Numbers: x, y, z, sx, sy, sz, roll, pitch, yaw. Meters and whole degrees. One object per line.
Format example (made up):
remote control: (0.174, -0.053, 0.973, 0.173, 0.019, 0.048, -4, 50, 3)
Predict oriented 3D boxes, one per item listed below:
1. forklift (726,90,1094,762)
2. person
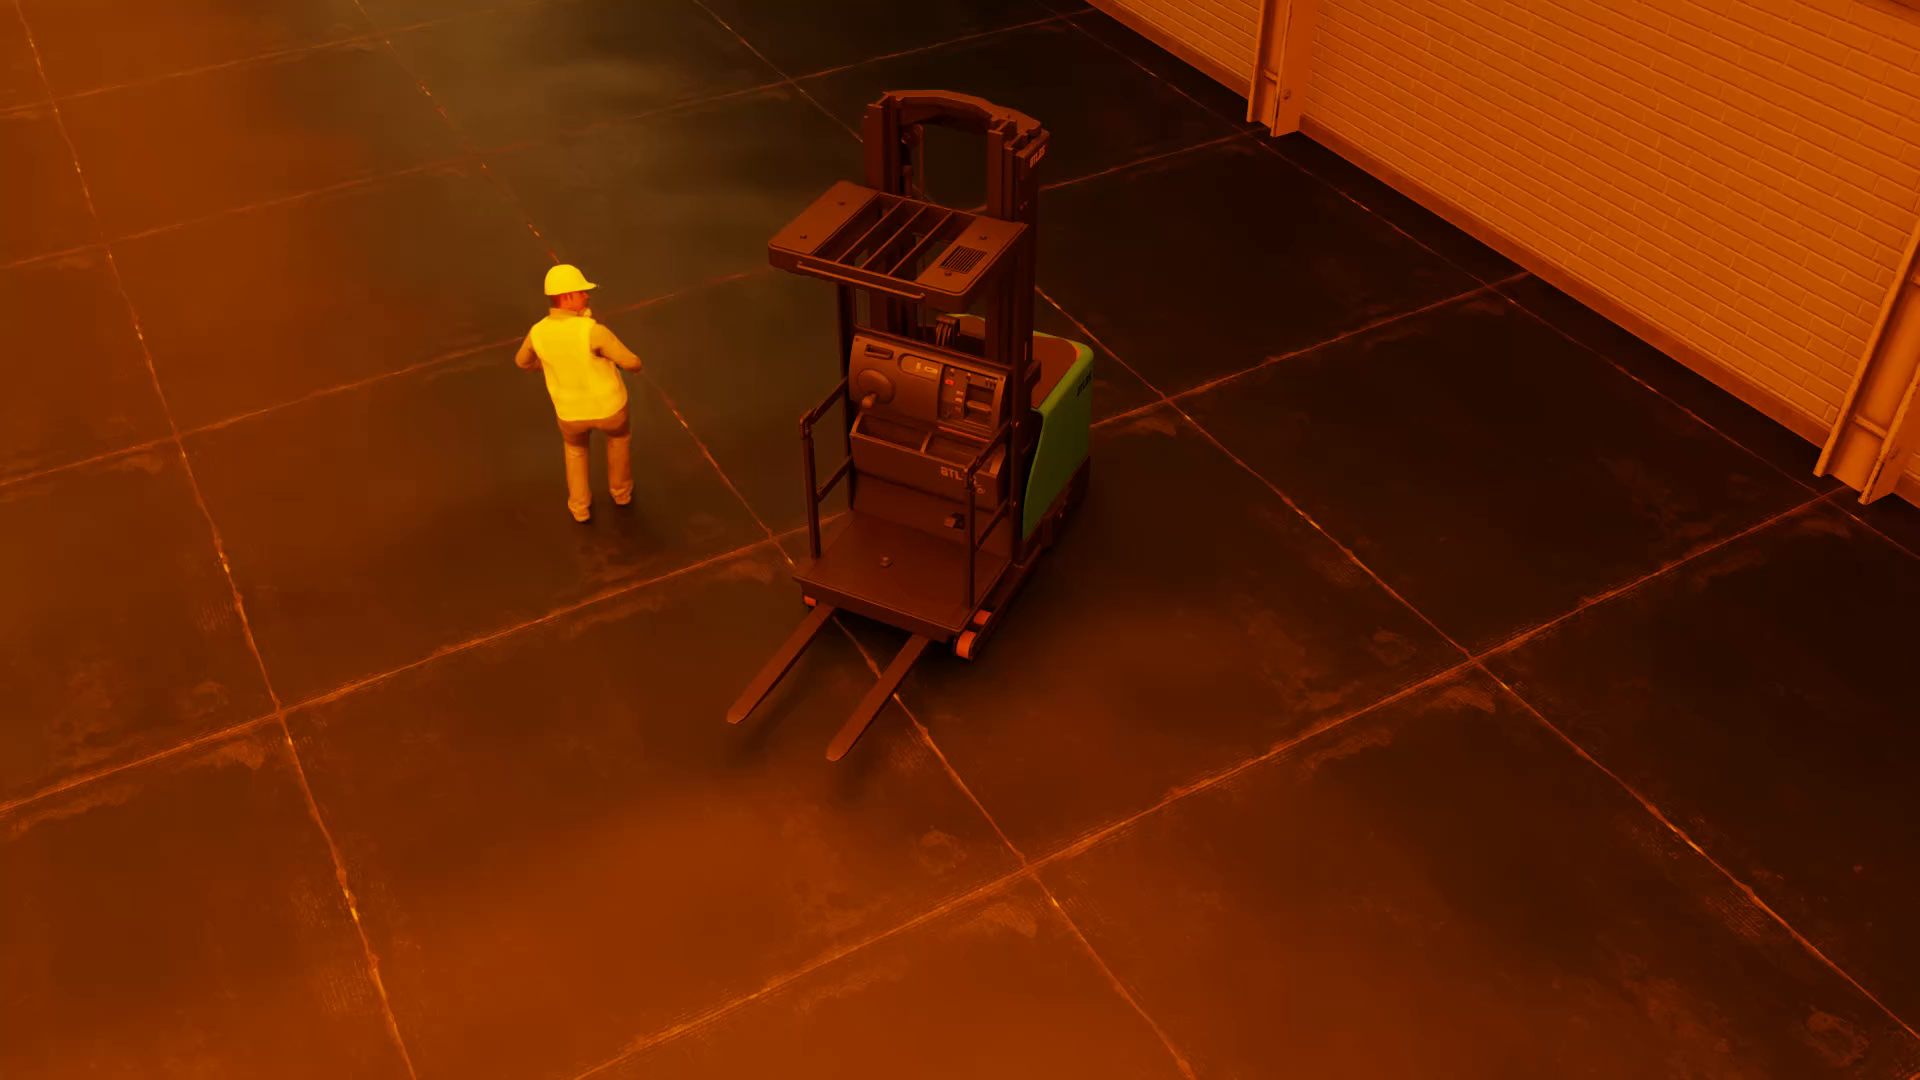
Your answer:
forklift: (-0.276, -0.770, 8.965, 1.130, 2.935, 3.031, 17, 43, 20)
person: (-2.277, -0.896, 10.103, 0.764, 1.726, 0.602, 0, 40, 1)
